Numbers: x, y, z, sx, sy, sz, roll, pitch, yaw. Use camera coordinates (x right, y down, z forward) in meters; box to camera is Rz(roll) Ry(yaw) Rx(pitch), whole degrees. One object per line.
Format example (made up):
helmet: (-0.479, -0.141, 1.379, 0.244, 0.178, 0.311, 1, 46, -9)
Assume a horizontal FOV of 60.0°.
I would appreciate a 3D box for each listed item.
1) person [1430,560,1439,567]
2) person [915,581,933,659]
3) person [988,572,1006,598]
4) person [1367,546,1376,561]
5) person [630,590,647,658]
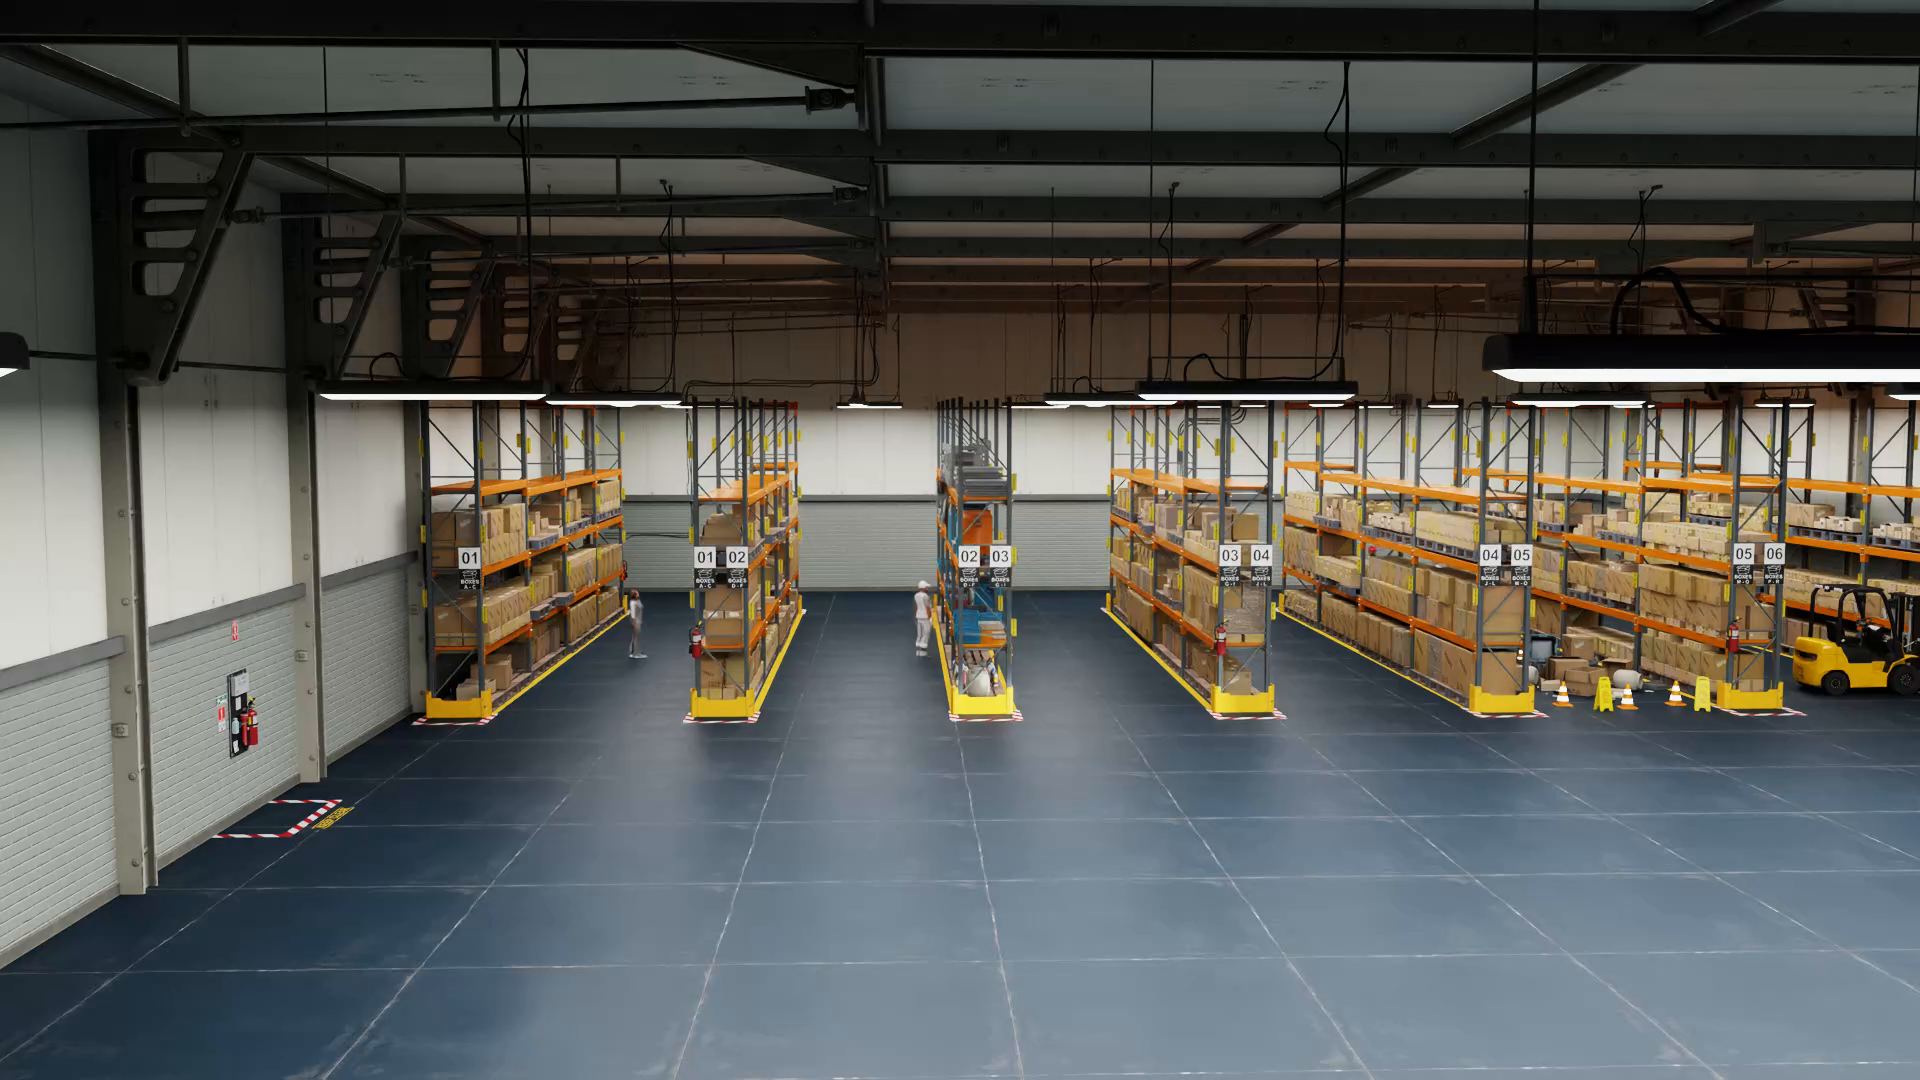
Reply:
person: (12.879, 1.329, 45.481, 0.493, 1.785, 0.631, 1, 4, 8)
person: (-0.837, 1.840, 38.457, 0.324, 1.800, 0.656, -2, 5, -29)
person: (0.963, 1.016, 50.352, 0.993, 1.602, 0.561, -4, 6, -43)
person: (12.024, 1.044, 49.006, 1.074, 1.723, 0.670, 0, 4, 1)
person: (-7.468, 1.949, 38.558, 0.381, 1.613, 0.455, -1, 5, -14)
